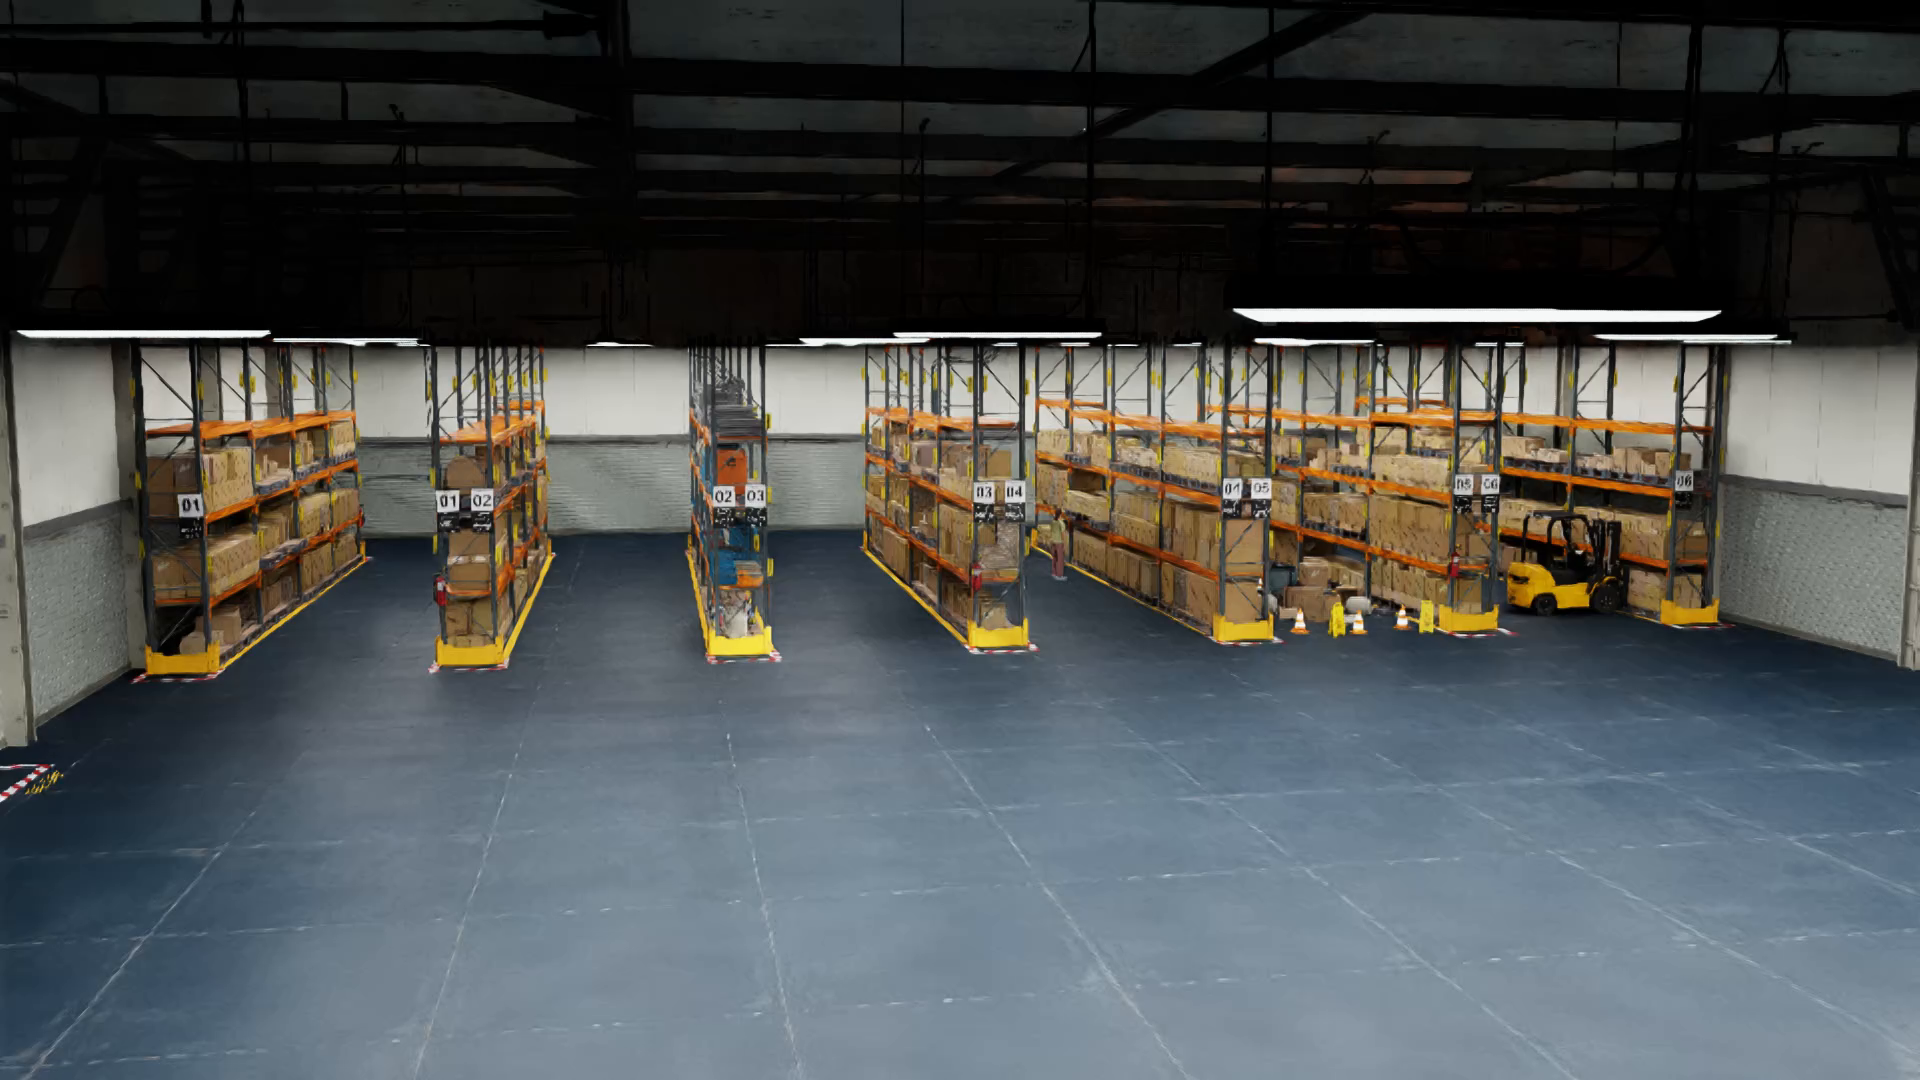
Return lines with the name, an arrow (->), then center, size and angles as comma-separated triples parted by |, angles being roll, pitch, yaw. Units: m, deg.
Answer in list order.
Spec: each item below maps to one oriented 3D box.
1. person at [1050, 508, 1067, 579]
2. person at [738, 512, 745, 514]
person -> 2.368, 0.074, 39.612 | 0.456, 1.668, 0.542 | -6, 9, -41
person -> -5.990, -0.339, 45.636 | 0.569, 1.669, 1.034 | -2, 7, -19
